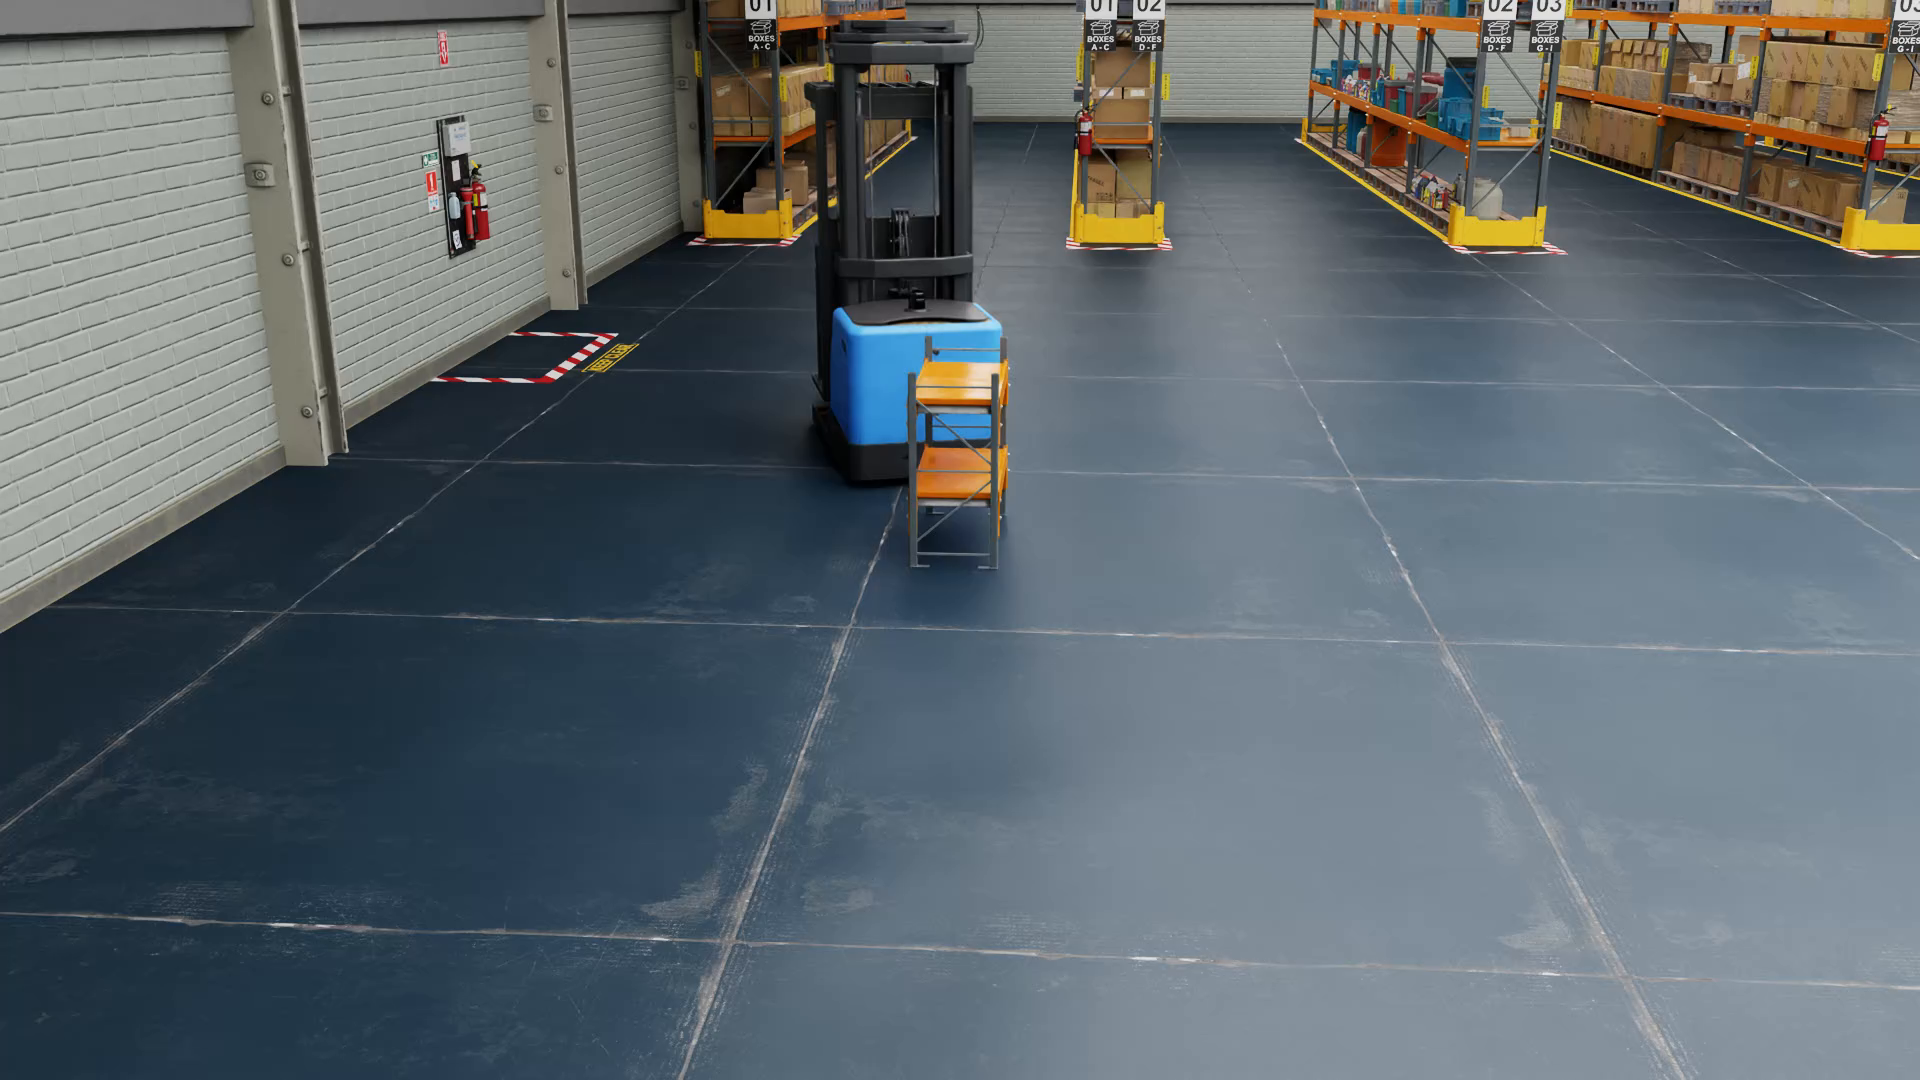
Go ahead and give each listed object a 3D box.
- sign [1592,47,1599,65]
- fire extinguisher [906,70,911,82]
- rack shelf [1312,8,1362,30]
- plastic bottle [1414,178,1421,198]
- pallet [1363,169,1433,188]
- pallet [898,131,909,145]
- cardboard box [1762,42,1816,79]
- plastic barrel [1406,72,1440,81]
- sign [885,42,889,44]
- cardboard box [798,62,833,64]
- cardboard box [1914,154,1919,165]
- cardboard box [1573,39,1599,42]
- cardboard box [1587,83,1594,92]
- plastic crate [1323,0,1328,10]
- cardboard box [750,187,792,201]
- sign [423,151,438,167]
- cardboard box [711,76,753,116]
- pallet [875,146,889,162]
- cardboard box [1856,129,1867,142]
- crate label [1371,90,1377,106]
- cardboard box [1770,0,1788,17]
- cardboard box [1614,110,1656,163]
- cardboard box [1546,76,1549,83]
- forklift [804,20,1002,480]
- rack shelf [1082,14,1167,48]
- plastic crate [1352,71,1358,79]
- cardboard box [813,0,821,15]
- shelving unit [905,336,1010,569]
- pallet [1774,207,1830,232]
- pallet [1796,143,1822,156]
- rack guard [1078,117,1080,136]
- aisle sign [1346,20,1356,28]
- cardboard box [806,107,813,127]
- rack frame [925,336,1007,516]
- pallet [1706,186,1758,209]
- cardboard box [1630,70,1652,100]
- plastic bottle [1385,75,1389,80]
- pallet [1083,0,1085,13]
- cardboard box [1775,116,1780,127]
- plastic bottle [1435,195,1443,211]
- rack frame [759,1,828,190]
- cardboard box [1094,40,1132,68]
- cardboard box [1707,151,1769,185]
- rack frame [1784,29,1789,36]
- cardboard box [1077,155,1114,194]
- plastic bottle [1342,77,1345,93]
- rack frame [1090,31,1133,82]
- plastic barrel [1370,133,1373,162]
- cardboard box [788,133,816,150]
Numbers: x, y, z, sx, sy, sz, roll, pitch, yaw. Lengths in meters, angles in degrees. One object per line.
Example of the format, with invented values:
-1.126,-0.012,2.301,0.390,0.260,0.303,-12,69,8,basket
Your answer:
12.275,-9.348,32.118,0.100,0.325,0.005,1,18,4,sign
-1.235,-10.284,37.214,0.296,0.674,0.183,1,18,4,fire extinguisher
8.032,-10.703,34.107,1.077,0.370,4.000,1,18,4,rack shelf
6.859,-5.238,24.759,0.152,0.276,0.135,2,18,6,plastic bottle
7.508,-6.191,28.477,1.003,0.211,1.213,1,18,4,pallet
-1.685,-8.886,36.703,1.003,0.211,1.213,1,18,4,pallet
11.970,-6.933,24.019,0.500,0.500,0.500,1,18,4,cardboard box
7.871,-7.669,28.293,0.600,0.536,0.708,1,18,4,plastic barrel
-1.451,-9.723,33.045,0.100,0.325,0.005,1,18,4,sign
-2.371,-7.700,27.737,0.700,0.500,0.500,1,18,4,cardboard box
17.309,-6.886,29.461,0.500,0.500,0.500,2,18,6,cardboard box
13.343,-10.399,35.401,0.500,0.500,0.500,2,18,5,cardboard box
12.524,-8.870,32.579,0.380,0.149,0.250,1,18,4,cardboard box
7.792,-11.168,34.471,0.504,0.338,0.767,1,18,4,plastic crate
-2.673,-4.813,23.407,0.500,0.311,0.500,3,18,8,cardboard box
-4.444,-3.199,13.961,0.001,0.109,0.331,1,18,4,sign
-3.031,-5.938,22.232,0.500,0.500,0.500,1,18,3,cardboard box
-1.973,-7.653,32.939,1.003,0.211,1.213,1,18,4,pallet
11.802,-5.212,21.415,0.380,0.149,0.250,1,18,4,cardboard box
7.198,-7.554,28.427,0.303,0.233,0.416,1,18,4,crate label
11.968,-7.623,23.793,0.500,0.250,0.500,1,18,2,cardboard box
12.684,-7.326,30.200,1.225,0.875,0.875,1,18,4,cardboard box
12.744,-9.828,35.502,0.380,0.149,0.250,1,18,3,cardboard box
-0.501,-2.202,11.937,1.130,2.935,3.031,-4,18,-11,forklift
2.231,-7.087,23.074,1.077,0.370,4.000,1,18,4,rack shelf
8.182,-9.440,34.010,0.437,0.282,0.530,1,18,4,plastic crate
-2.356,-8.054,24.675,0.500,0.500,0.500,2,18,5,cardboard box
0.000,-0.537,9.754,0.538,1.125,1.048,1,18,4,shelving unit
12.158,-4.488,23.282,1.003,0.211,1.213,1,18,4,pallet
17.866,-8.009,34.028,1.003,0.211,1.213,1,18,4,pallet
3.230,-9.141,37.016,1.175,0.500,0.348,1,18,4,rack guard
8.473,-11.491,36.001,0.394,0.787,0.004,1,18,4,aisle sign
-2.398,-6.051,23.783,0.500,0.250,0.500,1,18,4,cardboard box
0.037,-0.695,10.236,0.500,1.125,0.032,1,18,4,rack frame
12.310,-5.319,25.818,1.003,0.211,1.213,1,18,4,pallet
12.406,-8.167,29.871,0.500,0.500,0.500,1,18,2,cardboard box
8.149,-8.682,31.680,0.144,0.351,0.185,1,18,4,plastic bottle
2.702,-8.990,28.029,1.213,0.211,1.003,2,18,6,pallet
11.910,-5.990,23.789,0.380,0.149,0.250,1,18,4,cardboard box
6.723,-4.730,23.330,0.097,0.201,0.097,0,18,0,plastic bottle
-2.566,-6.734,25.658,1.000,3.000,0.127,1,18,4,rack frame
2.349,-7.151,24.686,0.700,0.500,0.500,1,18,4,cardboard box
12.413,-5.936,26.528,0.700,0.500,0.500,0,18,-1,cardboard box
18.056,-9.988,35.586,1.000,3.000,0.127,1,18,4,rack frame
1.887,-5.116,23.256,0.500,0.500,0.500,1,18,4,cardboard box
7.427,-8.797,32.139,0.061,0.283,0.133,1,18,4,plastic bottle
2.662,-7.867,29.116,1.000,3.000,0.127,1,18,4,rack frame
7.571,-7.103,30.103,0.421,0.512,0.421,0,18,0,plastic barrel
-2.502,-6.478,26.979,0.500,0.250,0.500,1,18,3,cardboard box
